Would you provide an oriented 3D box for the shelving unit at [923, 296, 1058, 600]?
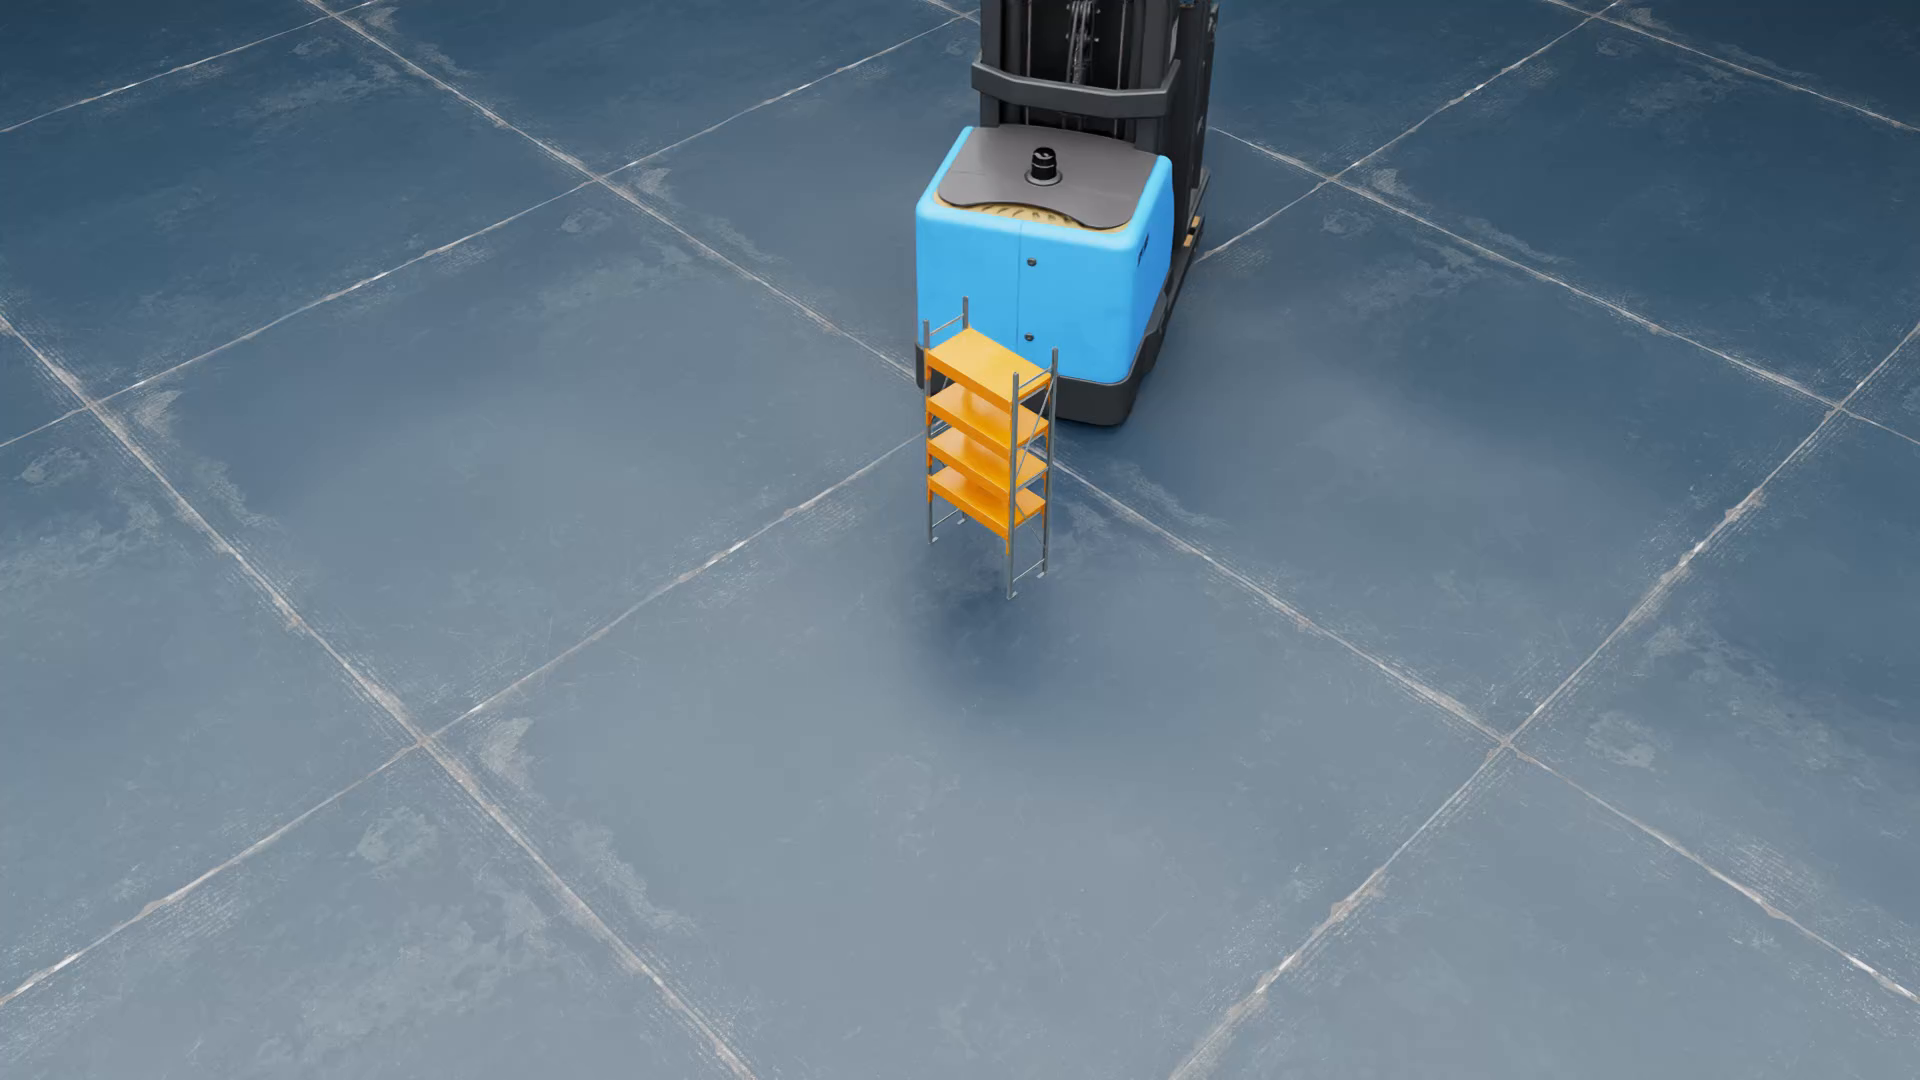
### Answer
[{"bbox_3d":[0.117,-0.361,6.874,0.258,1.200,0.503,-34,53,-31],"label":"shelving unit"}]

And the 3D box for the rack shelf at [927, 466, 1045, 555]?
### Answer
[{"bbox_3d":[0.117,-0.166,7.055,0.258,0.148,0.480,-34,53,-31],"label":"rack shelf"}]

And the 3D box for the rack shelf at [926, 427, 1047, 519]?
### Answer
[{"bbox_3d":[0.117,-0.312,6.920,0.258,0.148,0.480,-34,53,-31],"label":"rack shelf"}]

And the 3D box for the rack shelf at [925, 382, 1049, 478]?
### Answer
[{"bbox_3d":[0.117,-0.476,6.768,0.258,0.148,0.480,-34,53,-31],"label":"rack shelf"}]

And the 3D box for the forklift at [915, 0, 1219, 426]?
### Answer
[{"bbox_3d":[0.707,-2.631,8.055,1.130,2.935,3.031,12,44,13],"label":"forklift"}]

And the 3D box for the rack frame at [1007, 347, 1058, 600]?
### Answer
[{"bbox_3d":[0.289,-0.244,6.747,0.240,1.200,0.015,-34,53,-31],"label":"rack frame"}]

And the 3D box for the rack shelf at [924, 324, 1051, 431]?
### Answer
[{"bbox_3d":[0.117,-0.650,6.607,0.258,0.148,0.480,-34,53,-31],"label":"rack shelf"}]

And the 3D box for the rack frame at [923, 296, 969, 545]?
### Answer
[{"bbox_3d":[-0.055,-0.478,7.001,0.240,1.200,0.015,-34,53,-31],"label":"rack frame"}]
